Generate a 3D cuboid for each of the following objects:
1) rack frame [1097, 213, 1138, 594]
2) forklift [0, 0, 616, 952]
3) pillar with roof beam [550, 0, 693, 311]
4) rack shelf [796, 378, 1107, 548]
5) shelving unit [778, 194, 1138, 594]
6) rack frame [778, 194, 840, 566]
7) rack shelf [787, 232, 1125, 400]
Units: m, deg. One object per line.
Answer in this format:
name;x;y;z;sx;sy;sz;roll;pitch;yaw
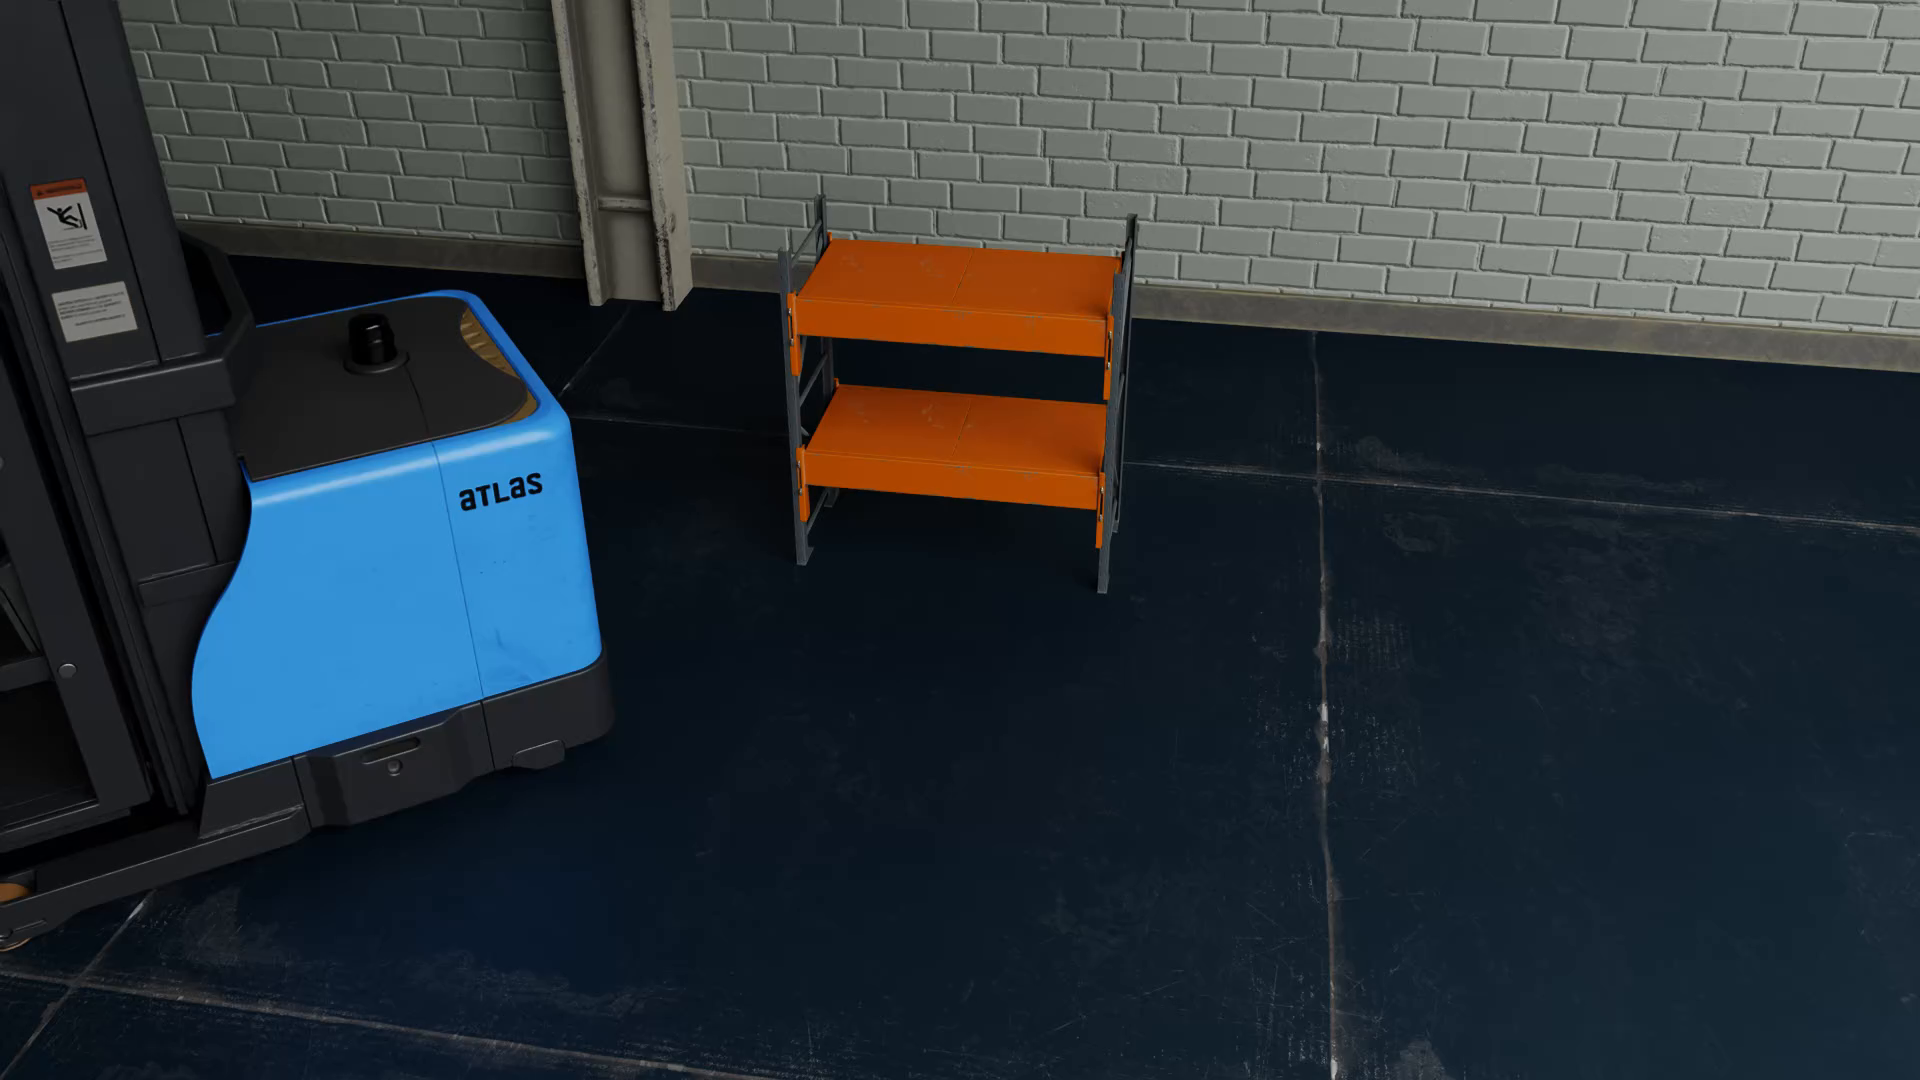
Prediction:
rack frame;0.508;-0.431;5.378;0.032;1.125;0.500;5;32;8
forklift;-2.532;-0.496;3.779;3.031;2.935;1.130;-16;36;-24
pillar with roof beam;-2.161;-2.675;1.543;0.400;9.000;9.100;5;32;8
rack shelf;0.007;-0.269;5.580;1.000;0.278;0.538;5;32;8
shelving unit;0.007;-0.476;5.451;1.048;1.125;0.538;5;32;8
rack frame;-0.494;-0.522;5.523;0.032;1.125;0.500;5;32;8
rack shelf;0.007;-0.724;5.295;1.000;0.278;0.538;5;32;8
